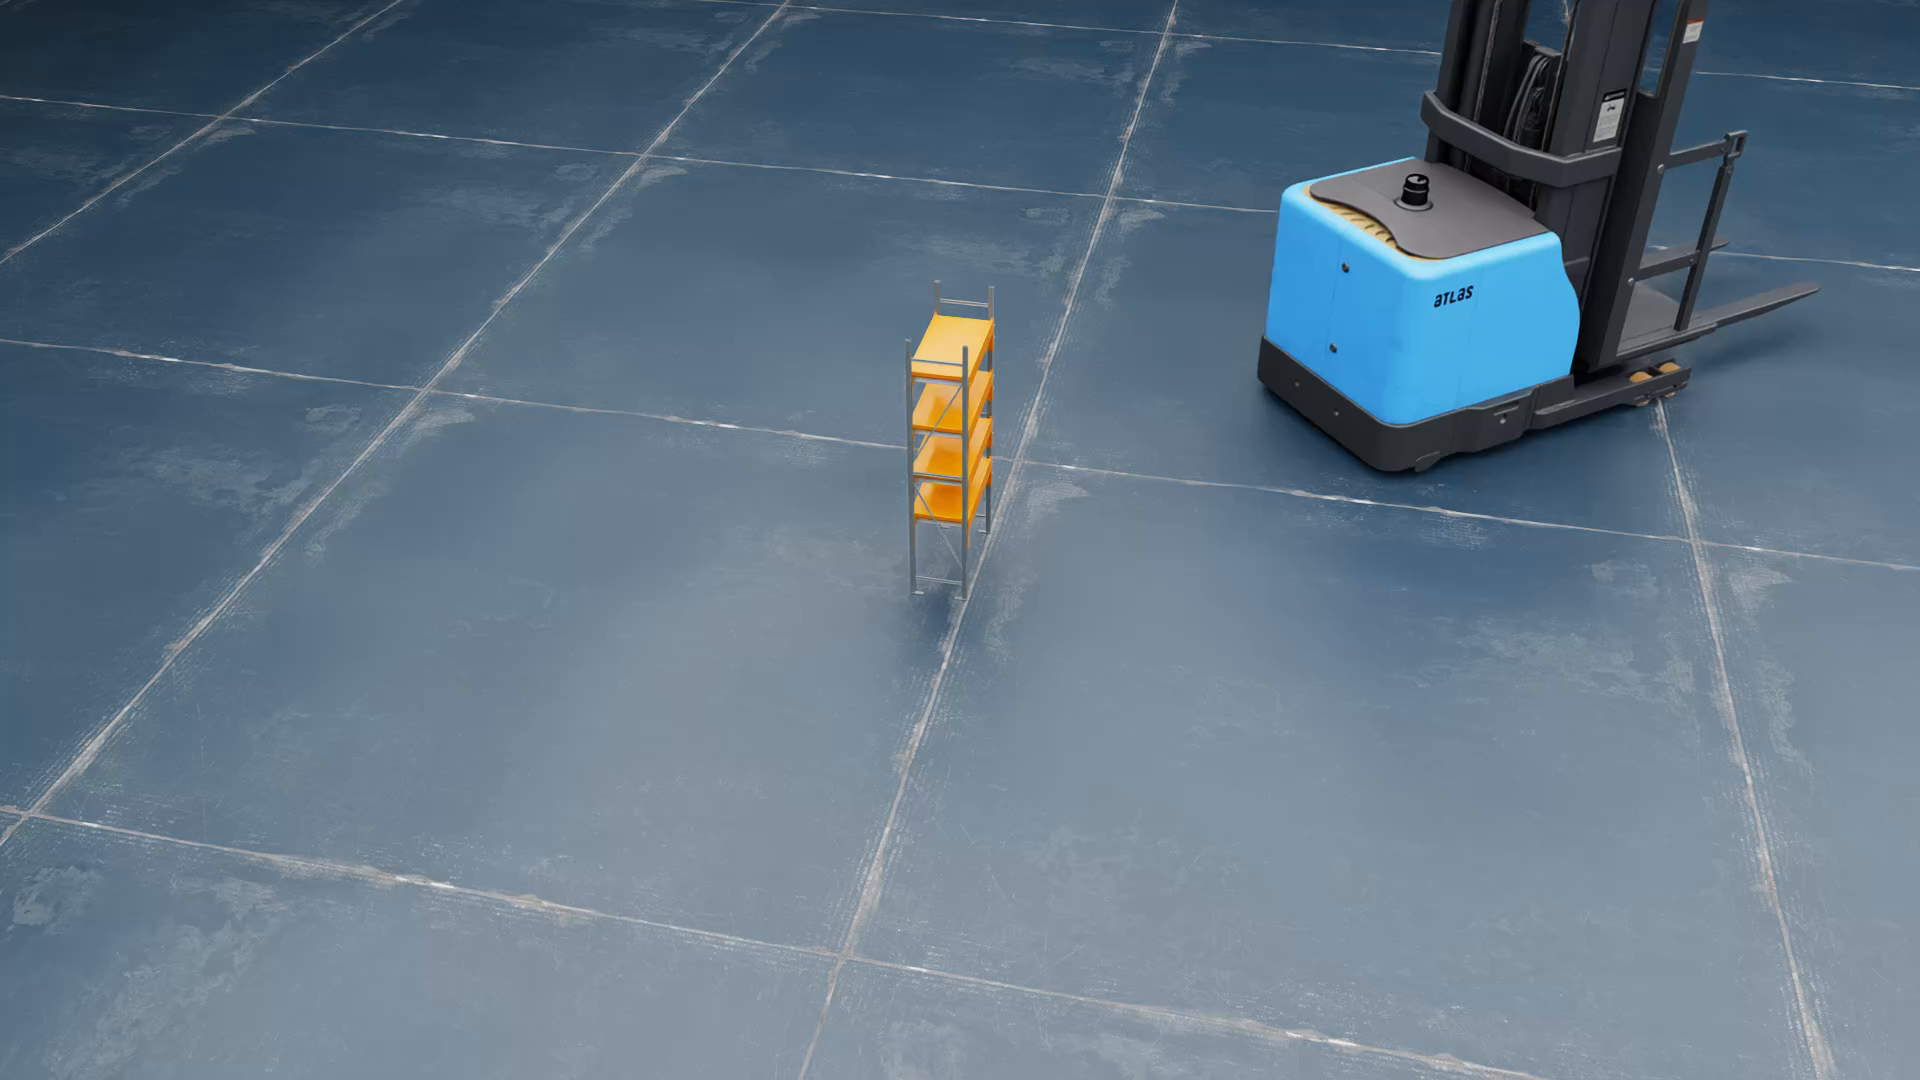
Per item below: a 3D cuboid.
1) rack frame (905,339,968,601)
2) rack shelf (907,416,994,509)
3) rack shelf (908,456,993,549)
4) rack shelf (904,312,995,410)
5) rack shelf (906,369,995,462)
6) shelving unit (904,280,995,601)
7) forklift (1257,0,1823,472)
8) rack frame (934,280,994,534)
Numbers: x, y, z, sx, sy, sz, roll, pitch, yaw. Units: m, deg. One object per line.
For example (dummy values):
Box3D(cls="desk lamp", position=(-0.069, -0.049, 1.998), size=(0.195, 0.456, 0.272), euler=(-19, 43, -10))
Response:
Box3D(cls="rack frame", position=(-0.087, -0.251, 6.574), size=(0.240, 1.200, 0.015), euler=(7, 37, 10))
Box3D(cls="rack shelf", position=(-0.035, -0.336, 6.806), size=(0.258, 0.148, 0.480), euler=(7, 37, 10))
Box3D(cls="rack shelf", position=(-0.035, -0.176, 6.923), size=(0.258, 0.148, 0.480), euler=(7, 37, 10))
Box3D(cls="rack shelf", position=(-0.035, -0.709, 6.536), size=(0.258, 0.148, 0.480), euler=(7, 37, 10))
Box3D(cls="rack shelf", position=(-0.035, -0.518, 6.675), size=(0.258, 0.148, 0.480), euler=(7, 37, 10))
Box3D(cls="shelving unit", position=(-0.035, -0.391, 6.767), size=(0.258, 1.200, 0.503), euler=(7, 37, 10))
Box3D(cls="forklift", position=(3.021, -2.099, 7.649), size=(3.031, 2.935, 1.130), euler=(-17, 39, -22))
Box3D(cls="rack frame", position=(0.017, -0.531, 6.960), size=(0.240, 1.200, 0.015), euler=(7, 37, 10))
